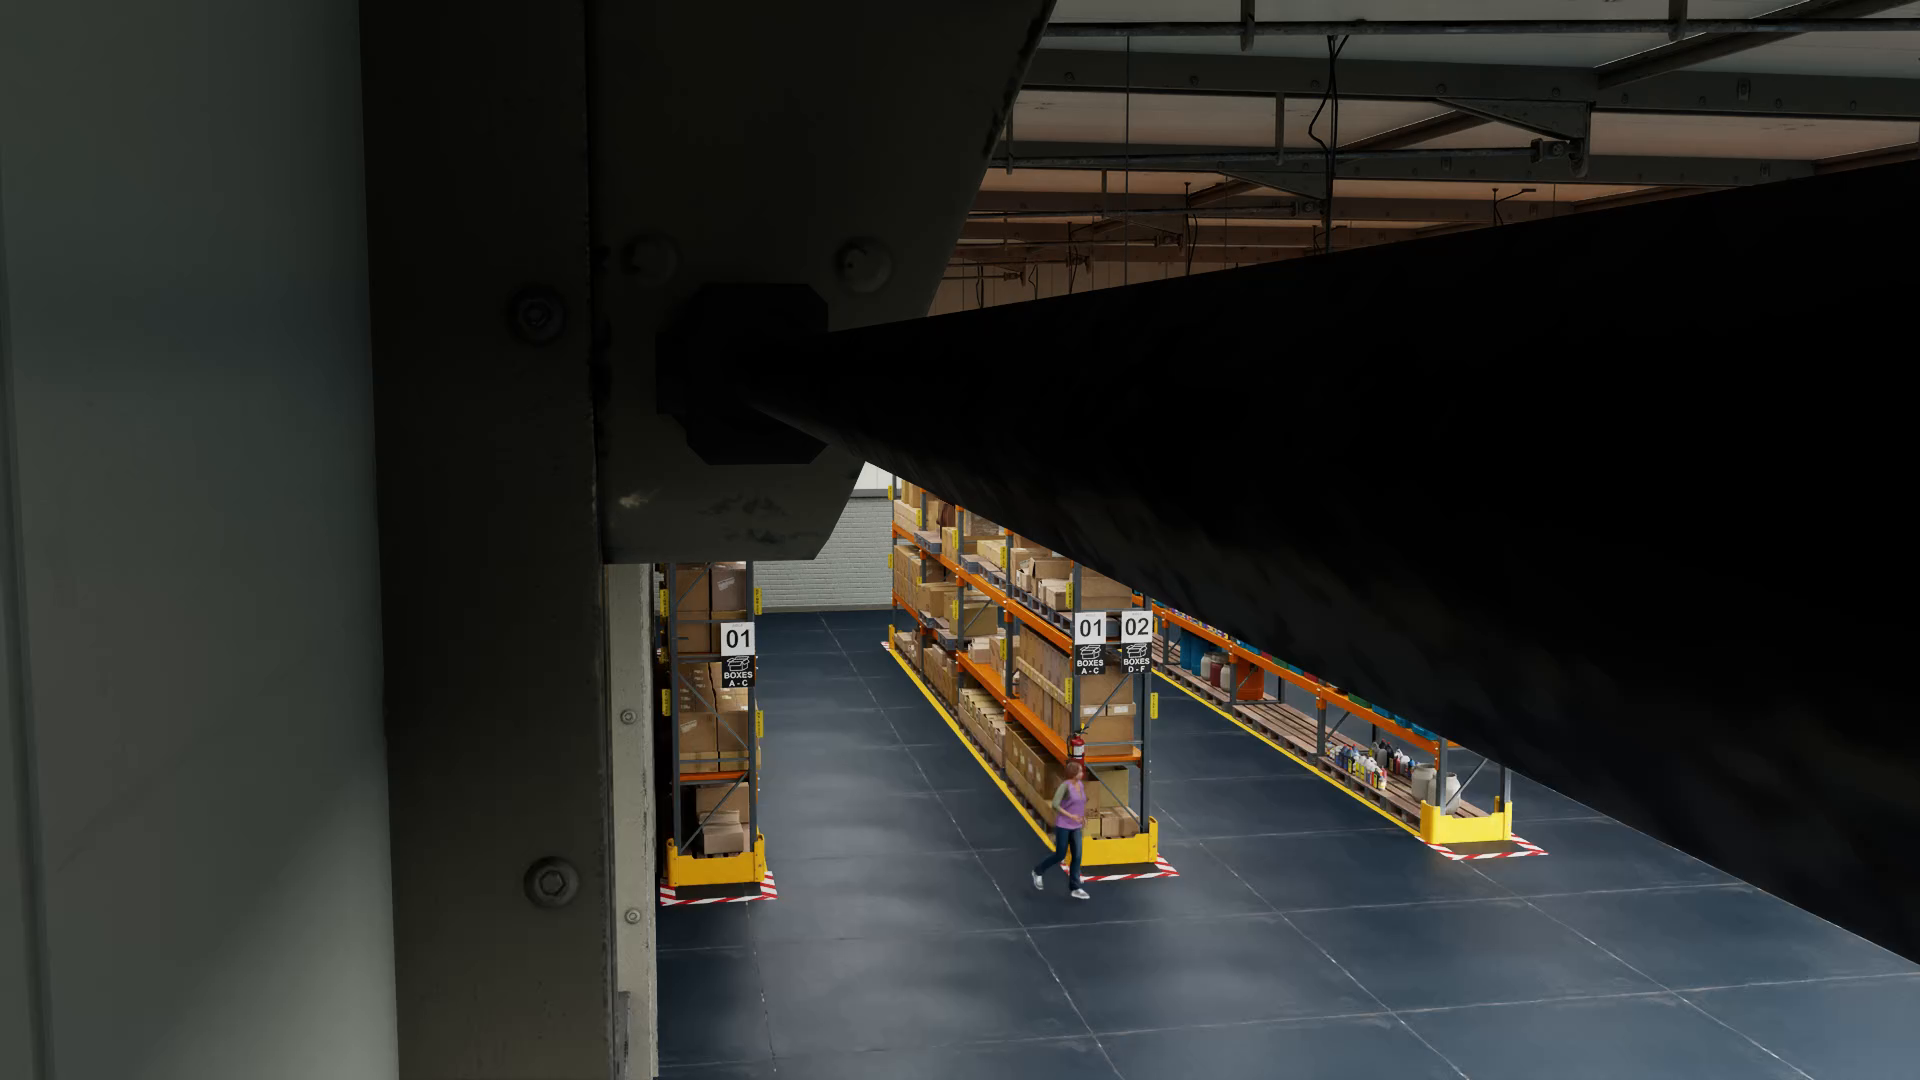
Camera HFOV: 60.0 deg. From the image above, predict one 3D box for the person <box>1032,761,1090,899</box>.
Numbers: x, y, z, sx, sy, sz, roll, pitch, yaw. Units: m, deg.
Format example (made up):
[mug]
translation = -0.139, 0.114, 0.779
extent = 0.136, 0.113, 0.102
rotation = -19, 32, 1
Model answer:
[person]
translation = 1.322, 3.402, 19.717
extent = 0.797, 1.554, 0.594
rotation = 6, 9, 44
